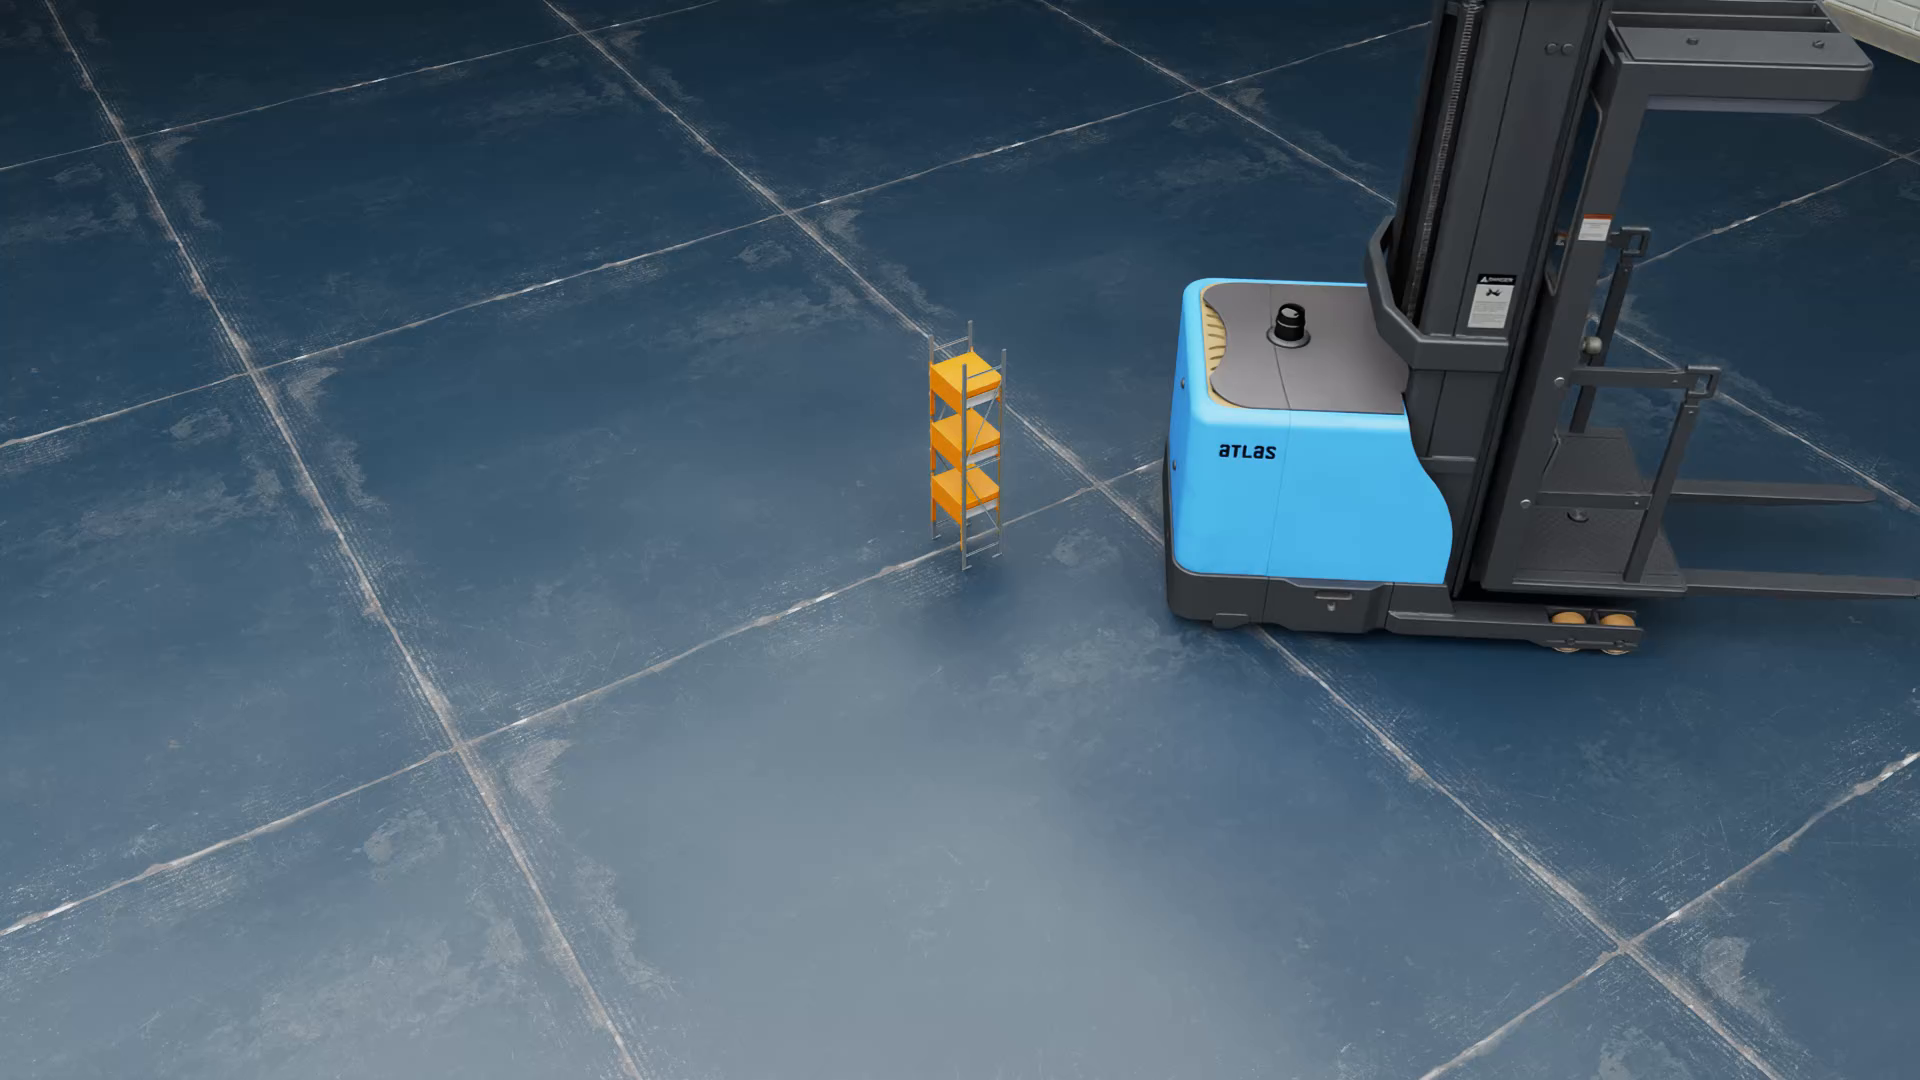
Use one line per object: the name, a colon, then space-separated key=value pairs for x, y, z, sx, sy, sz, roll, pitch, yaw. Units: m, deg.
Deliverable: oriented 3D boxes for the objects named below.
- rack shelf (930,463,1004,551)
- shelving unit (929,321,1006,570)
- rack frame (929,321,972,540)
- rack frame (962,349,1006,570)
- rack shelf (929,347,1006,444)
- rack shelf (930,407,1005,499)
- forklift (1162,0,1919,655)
rack shelf: x=0.029 y=-0.153 z=7.064 sx=0.215 sy=0.259 sz=0.240 roll=-22 pitch=45 yaw=-24
shelving unit: x=0.029 y=-0.374 z=6.879 sx=0.215 sy=1.050 sz=0.252 roll=-22 pitch=45 yaw=-24
rack frame: x=-0.037 y=-0.440 z=6.958 sx=0.200 sy=1.050 sz=0.008 roll=-22 pitch=45 yaw=-24
rack frame: x=0.094 y=-0.309 z=6.800 sx=0.200 sy=1.050 sz=0.008 roll=-22 pitch=45 yaw=-24
rack shelf: x=0.029 y=-0.584 z=6.704 sx=0.215 sy=0.259 sz=0.240 roll=-22 pitch=45 yaw=-24
rack shelf: x=0.029 y=-0.366 z=6.886 sx=0.215 sy=0.259 sz=0.240 roll=-22 pitch=45 yaw=-24
forklift: x=2.391 y=-1.020 z=6.184 sx=3.031 sy=2.935 sz=1.130 roll=3 pitch=40 yaw=3
